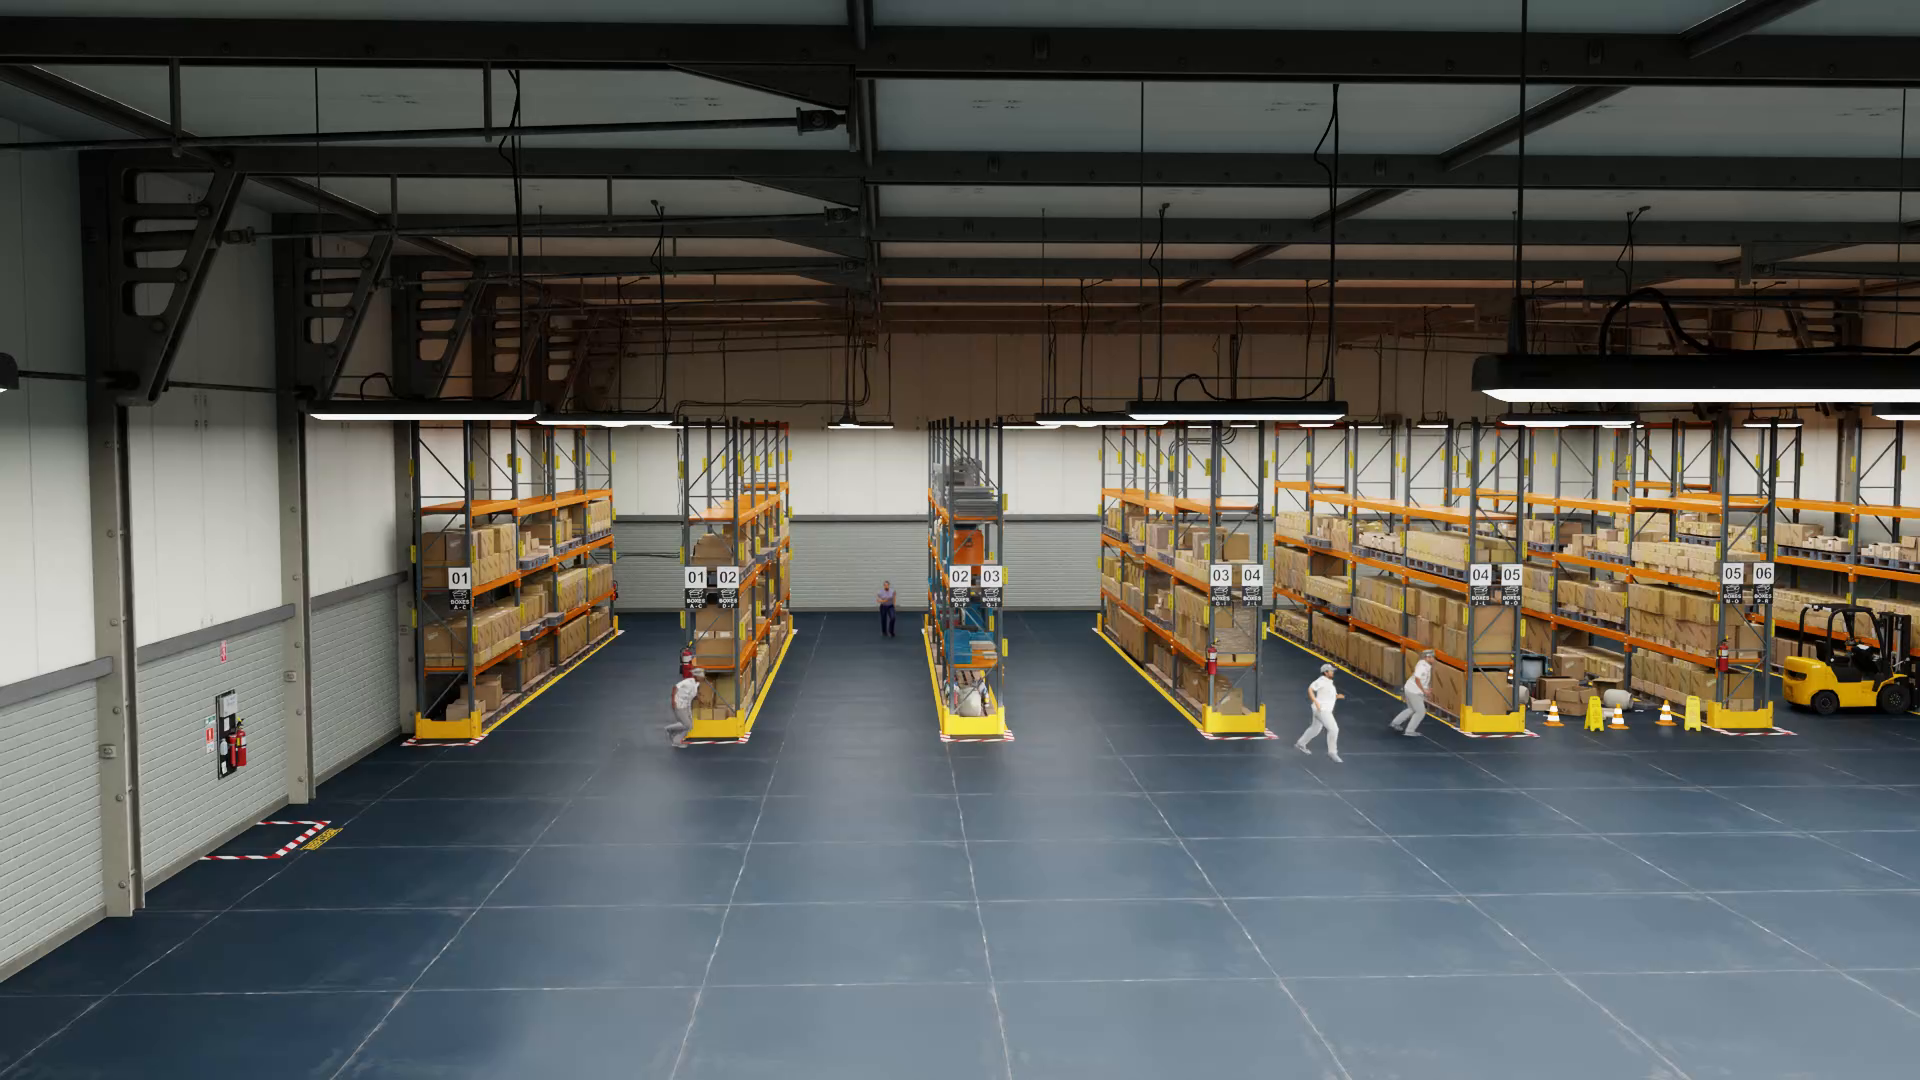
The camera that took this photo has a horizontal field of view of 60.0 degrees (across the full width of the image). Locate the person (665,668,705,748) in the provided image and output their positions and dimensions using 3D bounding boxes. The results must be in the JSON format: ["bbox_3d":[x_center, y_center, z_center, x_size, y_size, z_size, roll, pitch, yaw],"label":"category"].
[{"bbox_3d":[-4.980,3.040,30.018,0.808,1.473,0.584,2,4,23],"label":"person"}]

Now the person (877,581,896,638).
[{"bbox_3d":[-2.031,1.919,46.180,0.548,1.600,0.905,0,4,-7],"label":"person"}]

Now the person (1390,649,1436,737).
[{"bbox_3d":[8.523,2.855,31.234,0.790,1.666,0.662,1,4,15],"label":"person"}]

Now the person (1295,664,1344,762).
[{"bbox_3d":[6.260,3.012,28.994,0.864,1.705,0.637,2,4,22],"label":"person"}]
